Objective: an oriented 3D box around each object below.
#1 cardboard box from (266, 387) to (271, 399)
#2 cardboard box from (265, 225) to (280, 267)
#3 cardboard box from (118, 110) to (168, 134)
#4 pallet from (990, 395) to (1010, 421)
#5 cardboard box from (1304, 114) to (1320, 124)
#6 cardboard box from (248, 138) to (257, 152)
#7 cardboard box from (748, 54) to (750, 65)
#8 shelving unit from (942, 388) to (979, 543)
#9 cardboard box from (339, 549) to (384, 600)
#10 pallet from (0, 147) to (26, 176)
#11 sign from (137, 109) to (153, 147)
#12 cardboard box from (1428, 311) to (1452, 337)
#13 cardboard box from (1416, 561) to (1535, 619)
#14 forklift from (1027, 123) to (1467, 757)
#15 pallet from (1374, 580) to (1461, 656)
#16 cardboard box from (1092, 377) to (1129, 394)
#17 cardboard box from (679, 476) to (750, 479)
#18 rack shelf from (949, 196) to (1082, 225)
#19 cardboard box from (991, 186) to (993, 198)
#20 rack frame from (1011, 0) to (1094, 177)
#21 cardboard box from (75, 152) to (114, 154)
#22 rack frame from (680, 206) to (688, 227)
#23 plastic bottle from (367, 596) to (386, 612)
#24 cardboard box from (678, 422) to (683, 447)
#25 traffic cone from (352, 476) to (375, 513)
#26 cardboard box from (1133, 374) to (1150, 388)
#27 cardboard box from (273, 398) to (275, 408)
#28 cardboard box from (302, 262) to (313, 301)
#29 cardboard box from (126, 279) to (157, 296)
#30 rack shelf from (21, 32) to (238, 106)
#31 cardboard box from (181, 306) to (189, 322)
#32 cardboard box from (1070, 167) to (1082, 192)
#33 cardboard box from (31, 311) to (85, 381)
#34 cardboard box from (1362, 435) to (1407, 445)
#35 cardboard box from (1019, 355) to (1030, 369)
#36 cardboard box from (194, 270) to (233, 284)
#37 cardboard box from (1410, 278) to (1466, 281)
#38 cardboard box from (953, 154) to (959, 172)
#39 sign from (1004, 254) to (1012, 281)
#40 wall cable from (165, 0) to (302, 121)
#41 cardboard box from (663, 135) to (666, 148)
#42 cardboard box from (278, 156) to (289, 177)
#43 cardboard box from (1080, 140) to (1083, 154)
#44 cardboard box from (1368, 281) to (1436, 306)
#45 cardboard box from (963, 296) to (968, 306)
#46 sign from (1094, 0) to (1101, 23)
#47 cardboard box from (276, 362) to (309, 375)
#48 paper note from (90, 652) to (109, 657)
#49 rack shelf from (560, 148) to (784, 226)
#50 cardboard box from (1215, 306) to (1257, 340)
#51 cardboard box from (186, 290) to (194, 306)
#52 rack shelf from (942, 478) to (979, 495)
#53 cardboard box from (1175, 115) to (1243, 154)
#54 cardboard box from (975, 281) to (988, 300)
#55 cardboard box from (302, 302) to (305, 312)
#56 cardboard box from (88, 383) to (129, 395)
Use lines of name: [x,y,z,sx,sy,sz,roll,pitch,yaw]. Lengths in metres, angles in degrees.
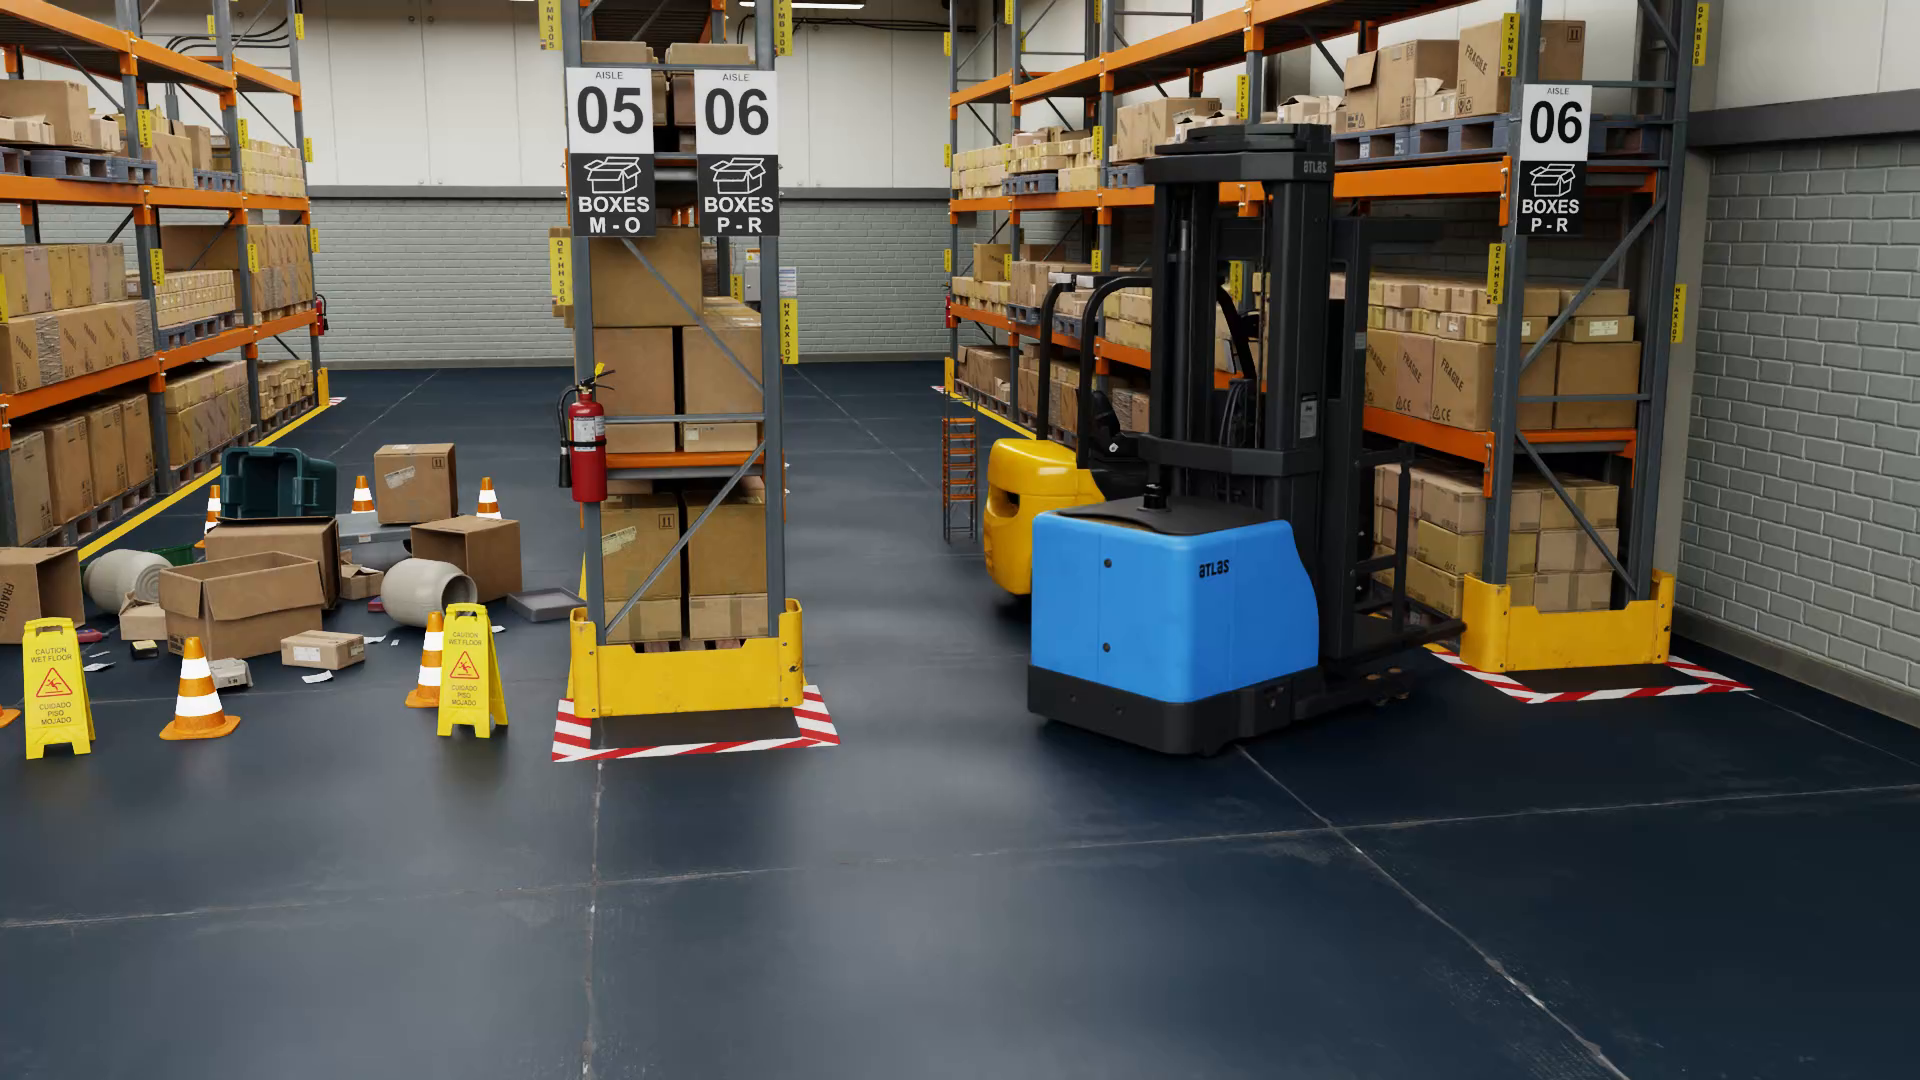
cardboard box: [-8.597,-1.774,20.200,0.380,0.149,0.250,-3,11,-14]
cardboard box: [-8.603,-3.574,20.214,0.500,0.500,0.500,-2,11,-10]
cardboard box: [-7.789,-3.997,15.837,0.396,0.266,0.258,-2,11,-11]
pallet: [1.001,-1.744,21.793,1.003,0.211,1.213,-2,11,-11]
cardboard box: [2.628,-2.892,11.625,0.380,0.149,0.250,-2,11,-9]
cardboard box: [-8.520,-4.656,19.610,0.380,0.149,0.250,-2,11,-13]
cardboard box: [-1.323,-2.514,8.897,0.380,0.149,0.250,-2,11,-11]
shelving unit: [0.003,-0.587,13.070,0.258,1.200,0.189,-2,11,-11]
cardboard box: [-4.126,0.231,11.270,0.396,0.266,0.258,9,14,38]
pallet: [-7.241,-2.686,11.778,0.805,0.209,1.217,-3,11,-13]
sign: [-7.247,-3.659,14.783,0.100,0.325,0.005,-2,11,-11]
cardboard box: [3.056,-1.303,10.020,0.380,0.149,0.250,-2,11,-10]
cardboard box: [3.066,0.283,9.917,0.500,0.250,0.500,-2,11,-11]
forklift: [1.769,-0.638,8.710,3.031,2.935,1.130,-10,14,-41]
pallet: [3.278,0.444,10.297,1.003,0.211,1.213,-2,11,-11]
cardboard box: [1.567,-1.632,17.577,0.380,0.149,0.250,-3,11,-14]
cardboard box: [-1.487,-0.180,10.344,0.500,0.500,0.500,-2,11,-10]
rack shelf: [0.745,-4.474,22.584,1.077,0.370,4.000,-2,11,-11]
cardboard box: [0.619,-4.583,21.901,0.380,0.149,0.250,-2,11,-9]
rack frame: [1.134,-5.935,20.309,1.000,3.000,0.127,-2,11,-11]
cardboard box: [-7.460,-3.387,14.179,0.380,0.166,0.250,-2,11,-11]
rack frame: [-3.735,-2.806,19.918,1.000,3.000,0.127,-2,11,-11]
plastic bottle: [-3.767,0.409,10.882,0.133,0.061,0.283,0,11,-1]
cardboard box: [-1.327,-0.598,8.986,0.380,0.149,0.250,-2,11,-10]
traffic cone: [-4.830,-0.286,13.462,0.336,0.463,0.334,-2,11,-11]
cardboard box: [2.090,-1.708,17.973,0.380,0.149,0.250,-2,11,-9]
cardboard box: [-8.662,-1.677,20.488,0.380,0.149,0.250,-3,11,-13]
cardboard box: [-9.009,-3.464,22.309,0.500,0.500,0.500,-2,11,-10]
cardboard box: [-7.693,-2.342,15.436,0.380,0.149,0.250,-2,11,-11]
rack shelf: [-8.182,-4.638,16.492,1.077,0.370,4.000,-2,11,-11]
cardboard box: [-7.895,-2.243,16.509,0.380,0.149,0.250,-2,11,-9]
cardboard box: [1.475,-3.831,17.682,0.500,0.250,0.500,-2,11,-11]
cardboard box: [-7.046,-1.480,12.684,0.500,0.500,0.500,-2,11,-11]
cardboard box: [3.173,-0.598,11.873,0.500,0.250,0.500,-2,11,-11]
cardboard box: [0.942,-2.209,20.608,0.380,0.149,0.250,-2,11,-8]
cardboard box: [-8.301,-2.916,18.454,0.380,0.149,0.250,-2,11,-8]
cardboard box: [3.284,-1.703,11.324,0.380,0.149,0.250,-2,11,-9]
cardboard box: [0.196,-5.422,23.908,0.500,0.250,0.500,-2,11,-12]
sign: [0.603,-3.392,20.678,0.100,0.325,0.005,-2,11,-11]
wall cable: [-11.952,-8.869,27.125,2.277,5.999,0.120,-2,11,-11]
cardboard box: [-1.645,-2.627,10.560,0.500,0.250,0.500,-2,11,-12]
cardboard box: [-8.812,-4.724,21.035,0.500,0.250,0.500,-2,11,-10]
cardboard box: [1.497,-4.195,17.733,0.380,0.149,0.250,-2,11,-12]
cardboard box: [2.845,-1.589,10.725,0.380,0.149,0.250,-2,11,-10]
cardboard box: [0.245,-3.482,24.143,0.380,0.149,0.250,-2,11,-10]
sign: [1.677,-6.493,20.319,0.100,0.325,0.005,-2,11,-11]
cardboard box: [-8.829,-2.261,21.961,0.380,0.149,0.250,-2,11,-12]
paper note: [-5.006,0.665,9.675,0.032,0.001,0.123,4,11,18]
rack shelf: [-1.790,-2.092,10.069,1.077,0.370,4.000,-2,11,-11]
cardboard box: [2.343,-1.773,13.553,0.500,0.250,0.500,-2,11,-12]
cardboard box: [-7.941,-2.435,16.722,0.380,0.149,0.250,-2,11,-12]
rack shelf: [0.003,-0.425,13.101,0.258,0.103,0.180,-2,11,-11]
cardboard box: [2.160,-3.470,14.231,0.500,0.311,0.500,-3,11,-13]
cardboard box: [0.500,-3.422,22.760,0.500,0.250,0.500,-2,11,-13]
cardboard box: [-8.996,-3.121,22.246,0.380,0.149,0.250,-2,11,-11]
cardboard box: [-8.183,-1.337,15.754,0.500,0.250,0.500,-2,11,-12]
